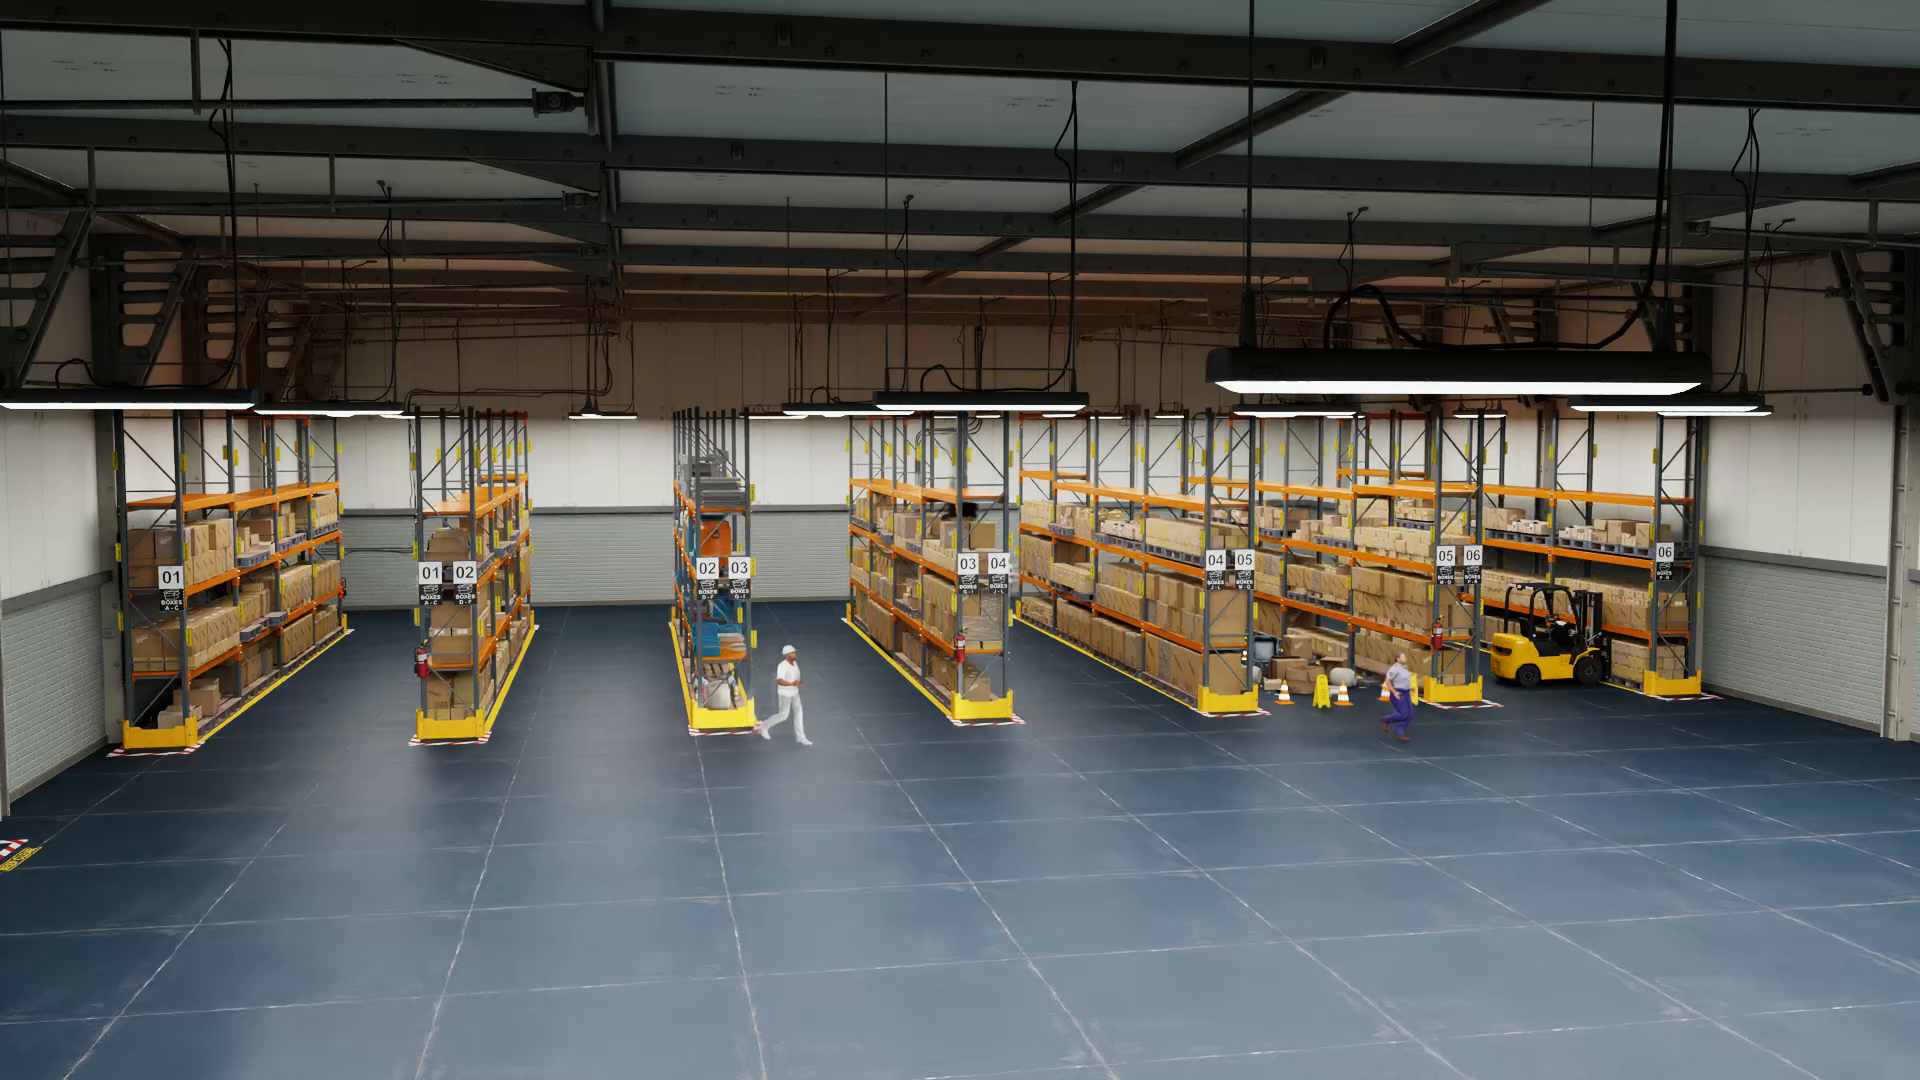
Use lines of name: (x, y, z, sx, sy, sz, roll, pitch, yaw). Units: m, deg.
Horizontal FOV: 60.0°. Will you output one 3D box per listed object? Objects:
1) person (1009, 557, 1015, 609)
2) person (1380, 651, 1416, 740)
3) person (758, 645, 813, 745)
person: (1.354, 1.291, 50.123, 0.647, 1.740, 0.584, 3, 5, 36)
person: (7.911, 2.812, 29.990, 0.560, 1.592, 0.621, 3, 5, 41)
person: (-3.083, 2.743, 29.496, 0.977, 1.772, 0.710, 1, 4, 20)
